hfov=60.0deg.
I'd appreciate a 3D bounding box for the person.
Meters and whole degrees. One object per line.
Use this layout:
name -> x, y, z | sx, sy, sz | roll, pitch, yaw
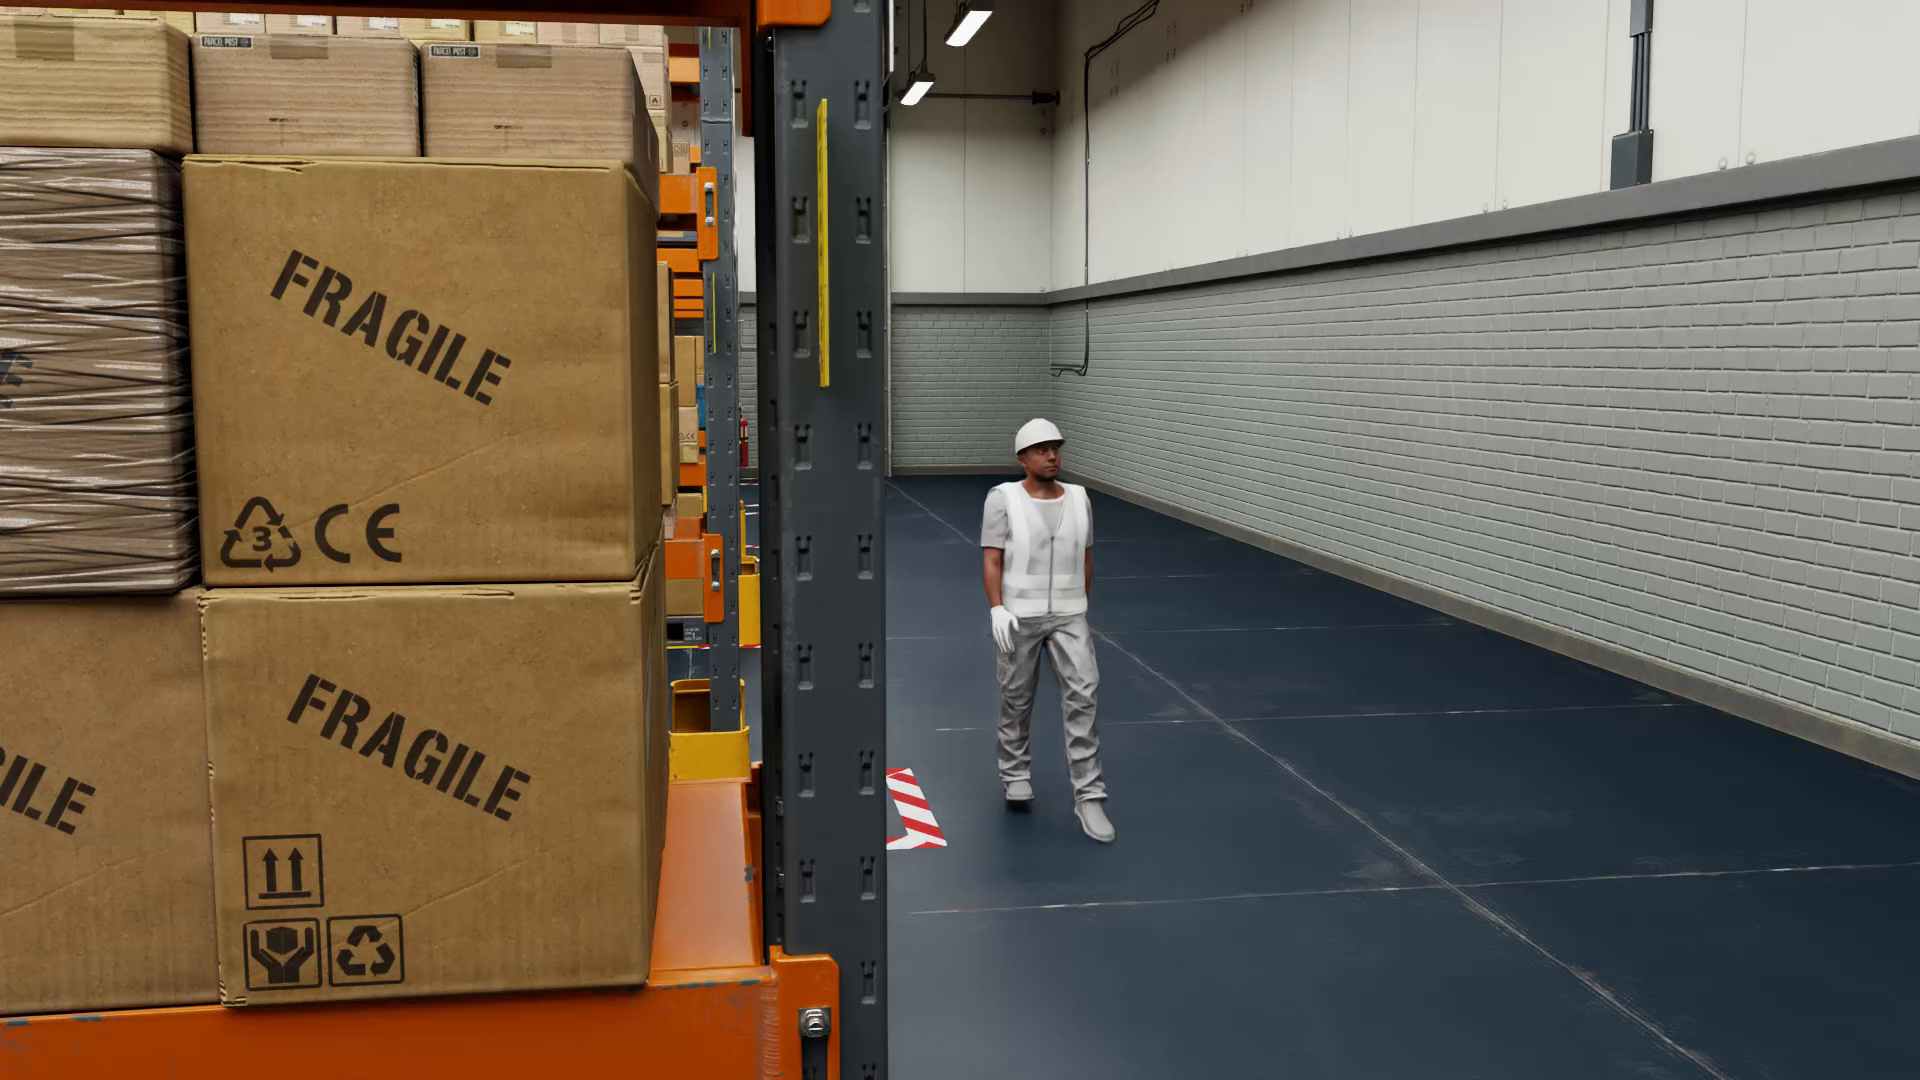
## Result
person -> 0.382, 0.362, 7.337 | 0.549, 1.784, 0.828 | -2, 7, -13
